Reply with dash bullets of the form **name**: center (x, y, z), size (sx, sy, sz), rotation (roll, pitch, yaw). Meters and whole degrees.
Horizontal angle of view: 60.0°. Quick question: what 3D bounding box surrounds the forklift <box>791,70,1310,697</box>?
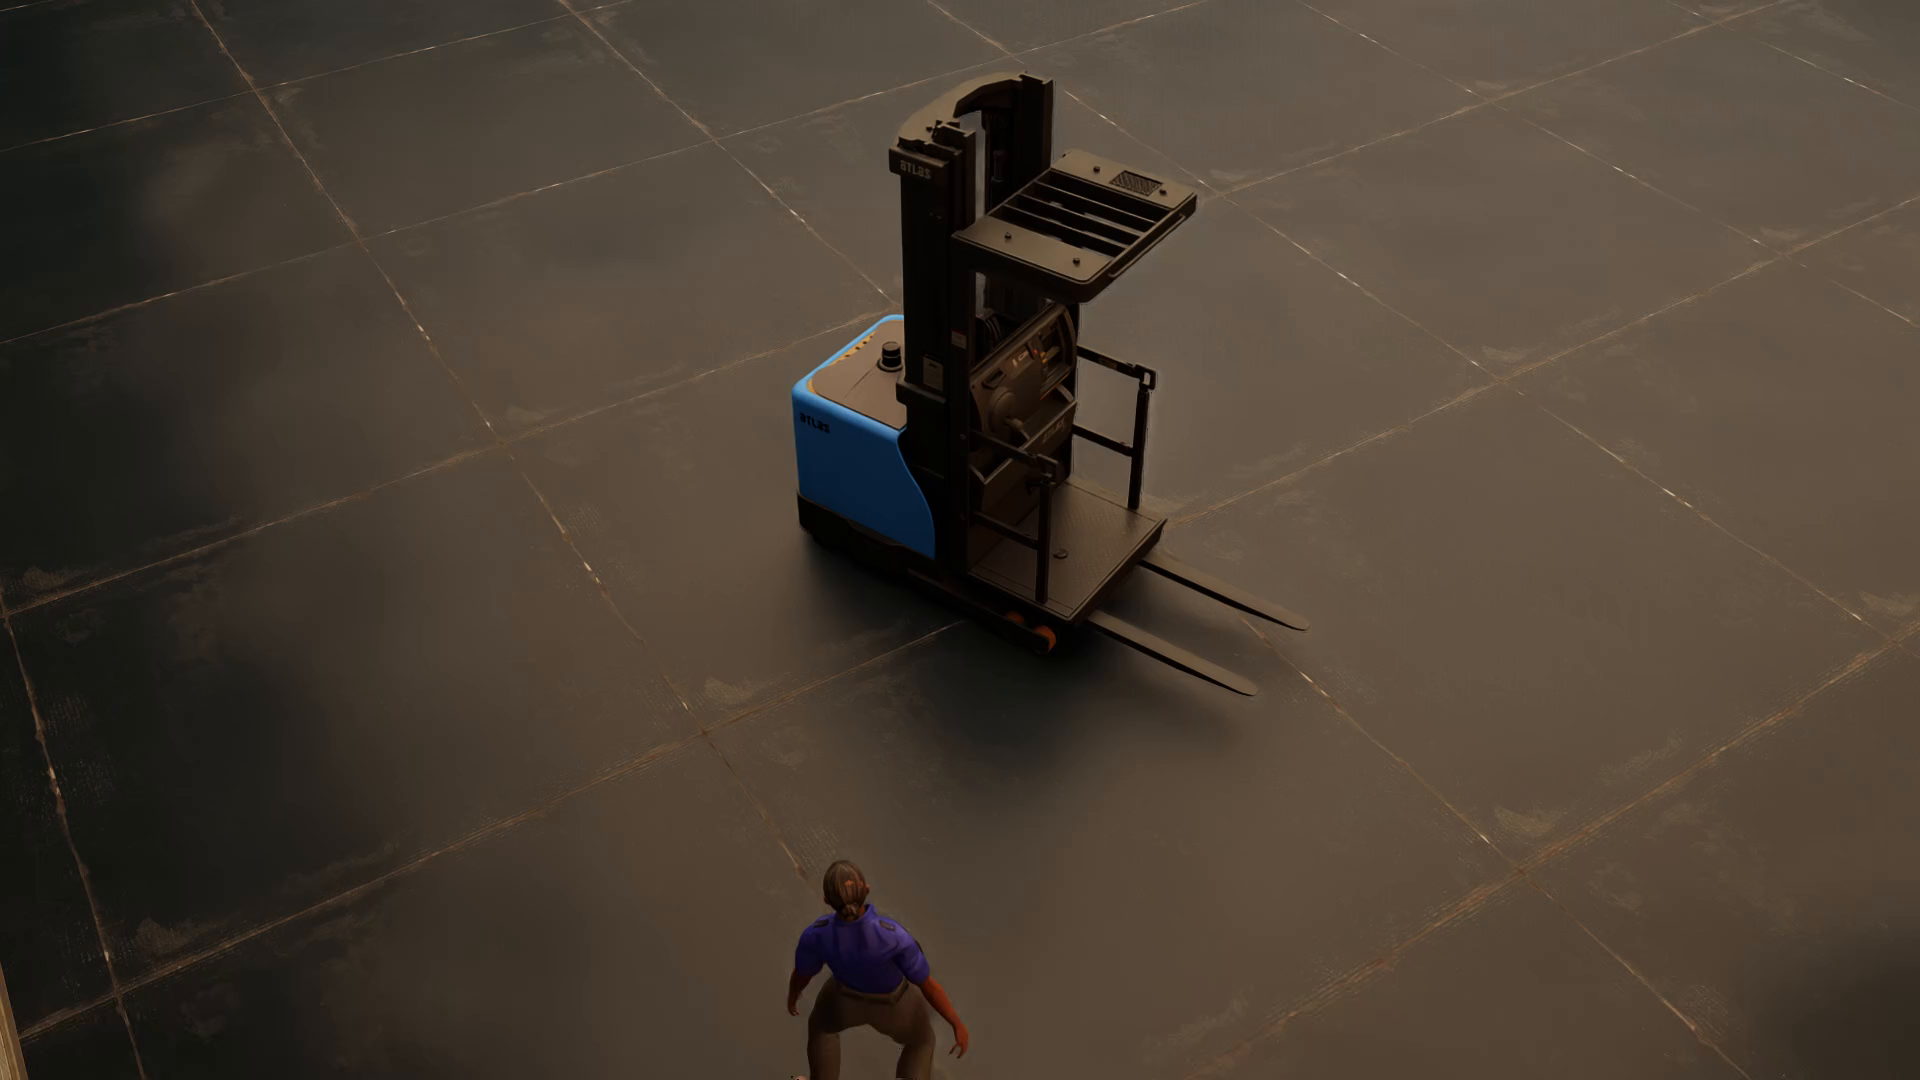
- **forklift**: center (0.517, -0.863, 8.858), size (3.031, 2.935, 1.130), rotation (25, 47, 26)

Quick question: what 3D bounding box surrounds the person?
- **person**: center (-0.356, 1.910, 6.721), size (0.815, 1.582, 0.461), rotation (8, 42, 9)
